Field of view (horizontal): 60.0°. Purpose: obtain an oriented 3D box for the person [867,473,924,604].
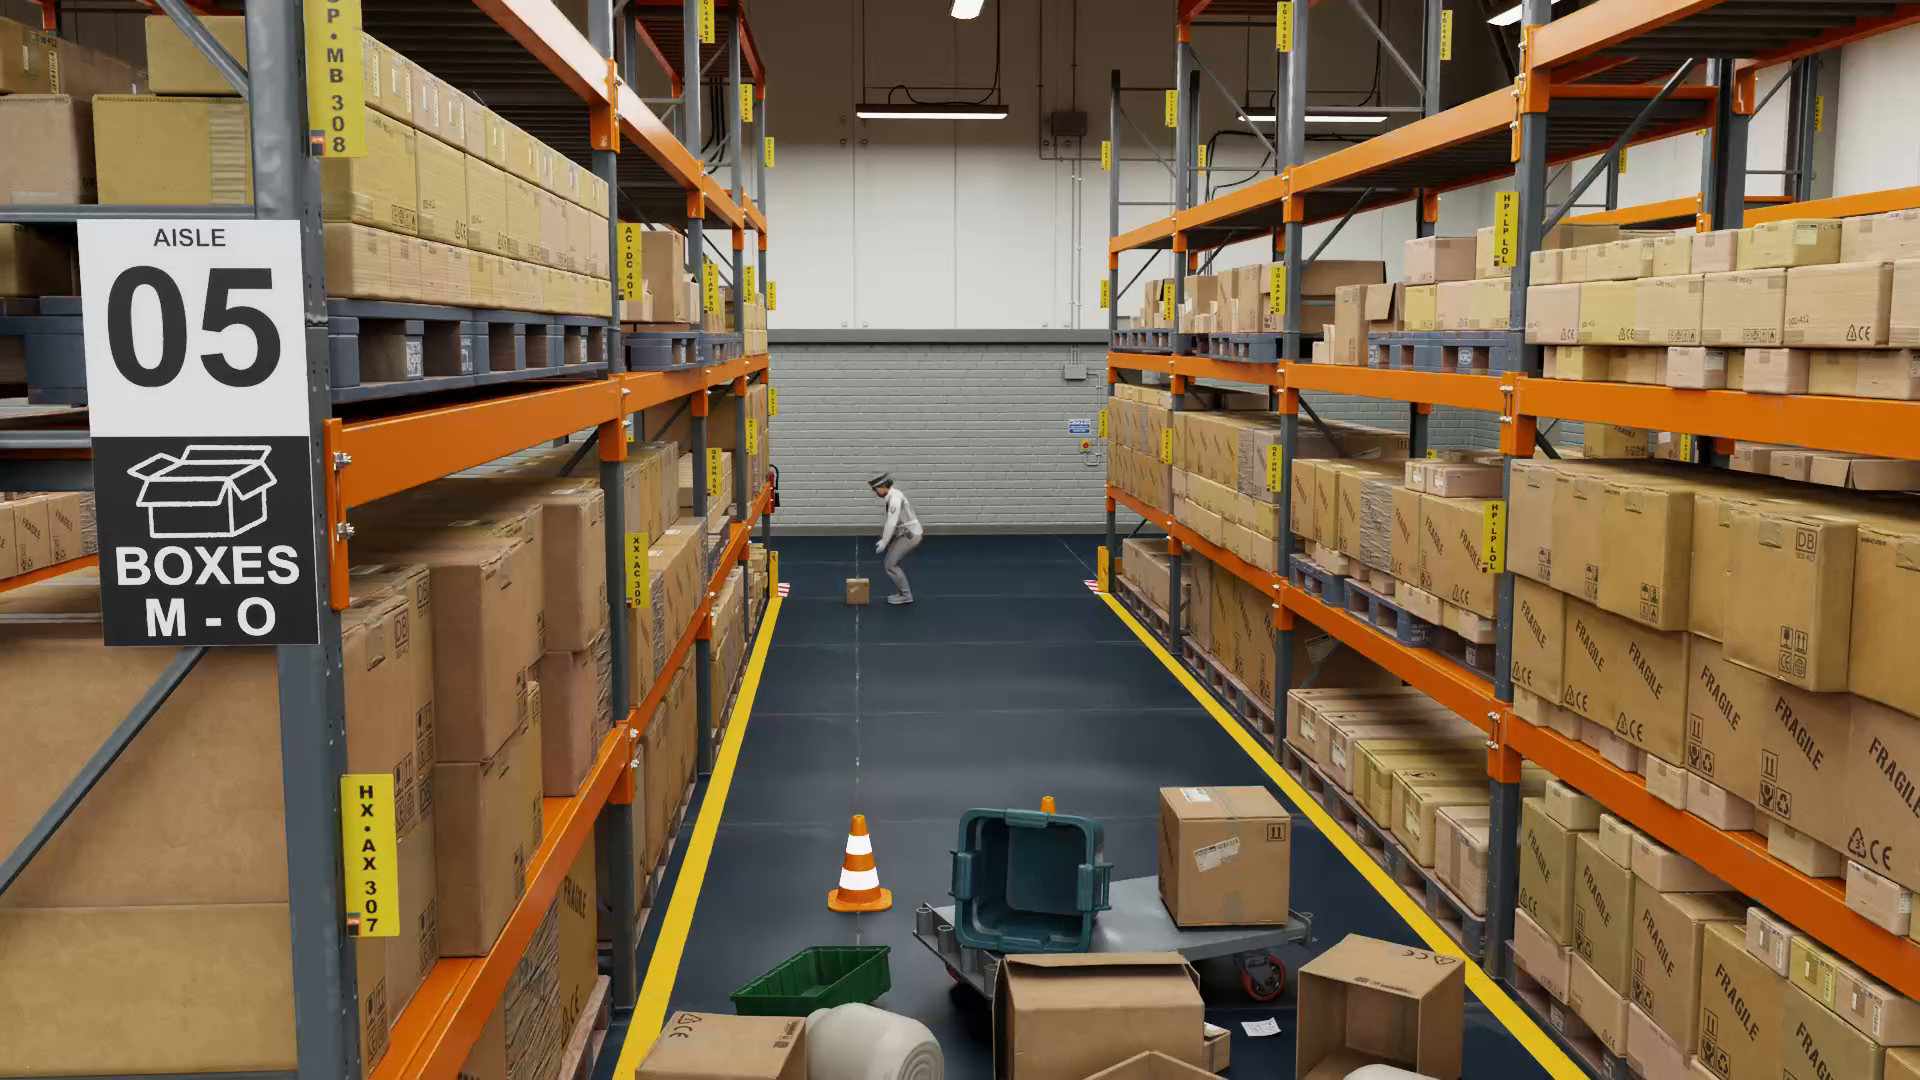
[{"bbox_3d":[-0.727,-0.022,18.743,0.634,1.479,0.531,0,7,-3],"label":"person"}]
